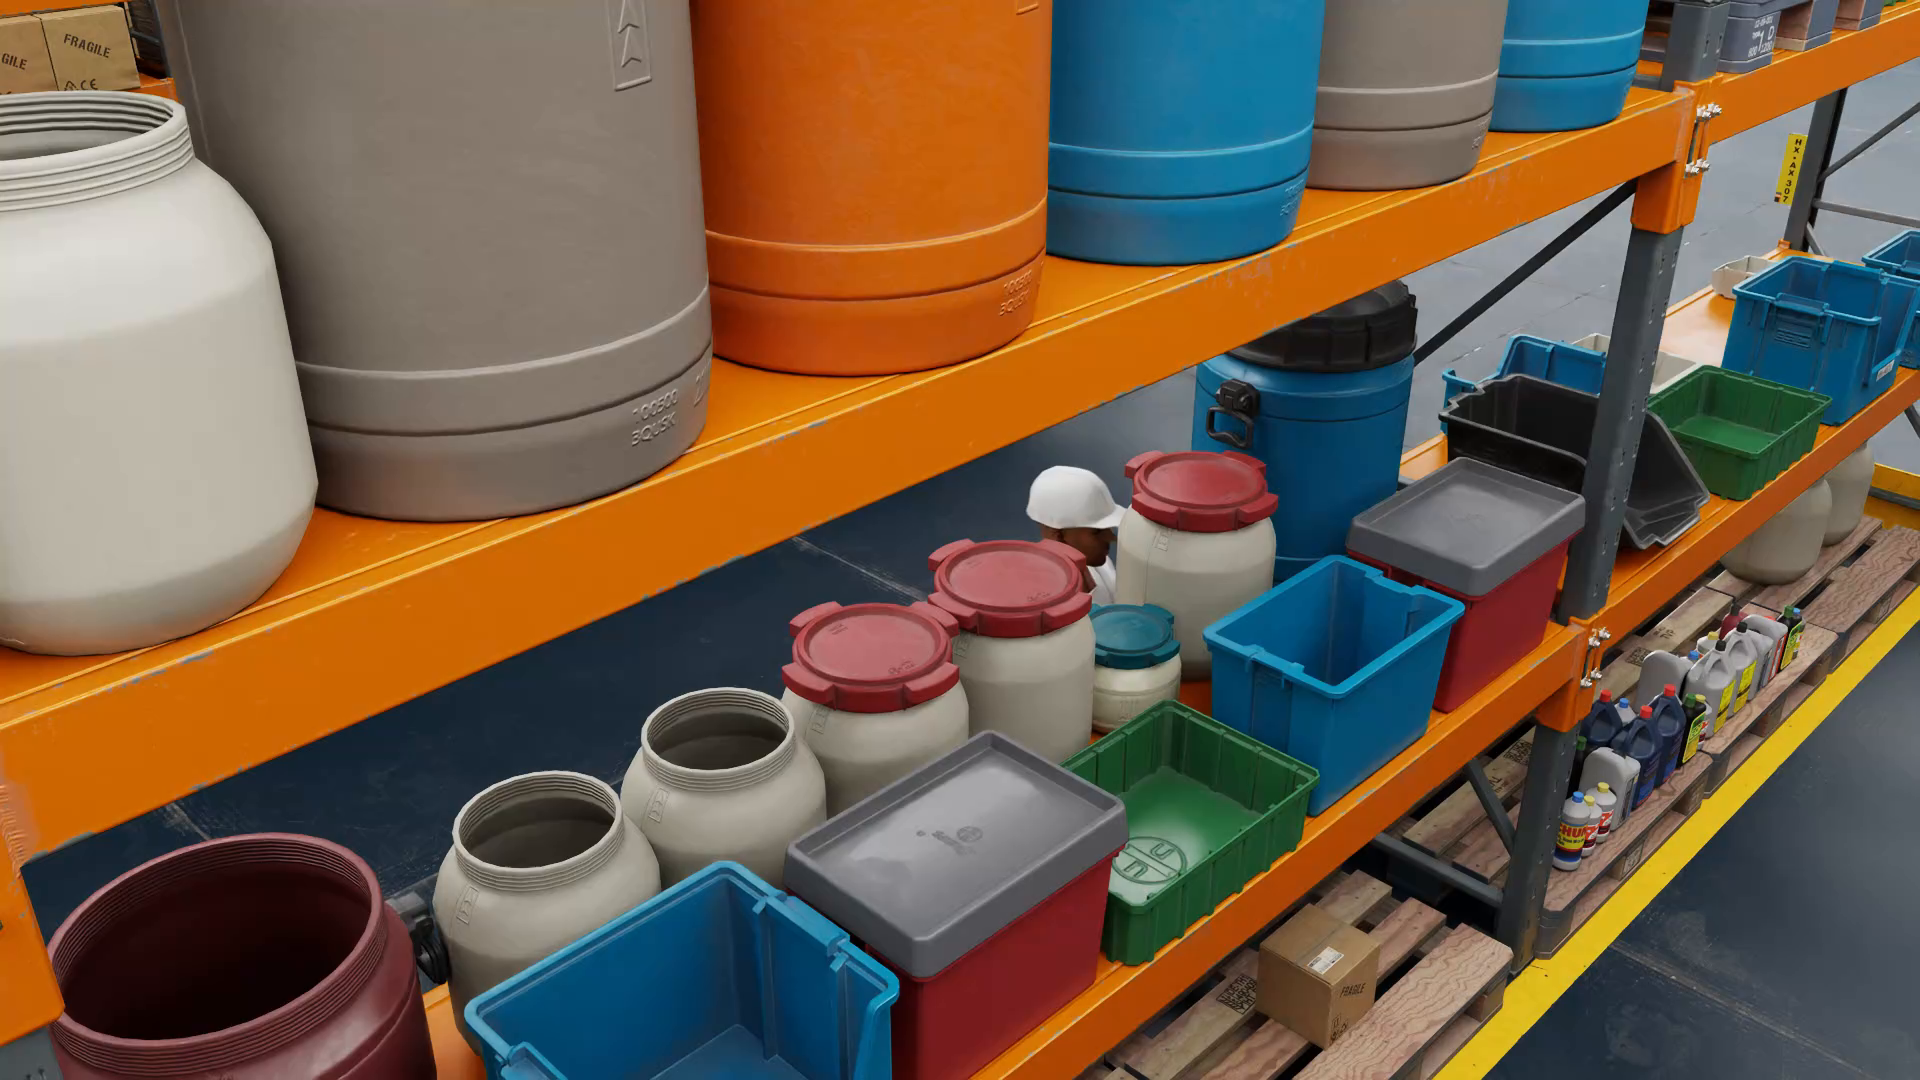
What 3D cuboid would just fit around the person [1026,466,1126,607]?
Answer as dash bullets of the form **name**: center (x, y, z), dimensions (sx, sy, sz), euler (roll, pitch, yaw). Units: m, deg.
- **person**: center (0.316, 0.594, 4.959), dimensions (0.360, 1.765, 0.565), euler (15, 31, 26)
